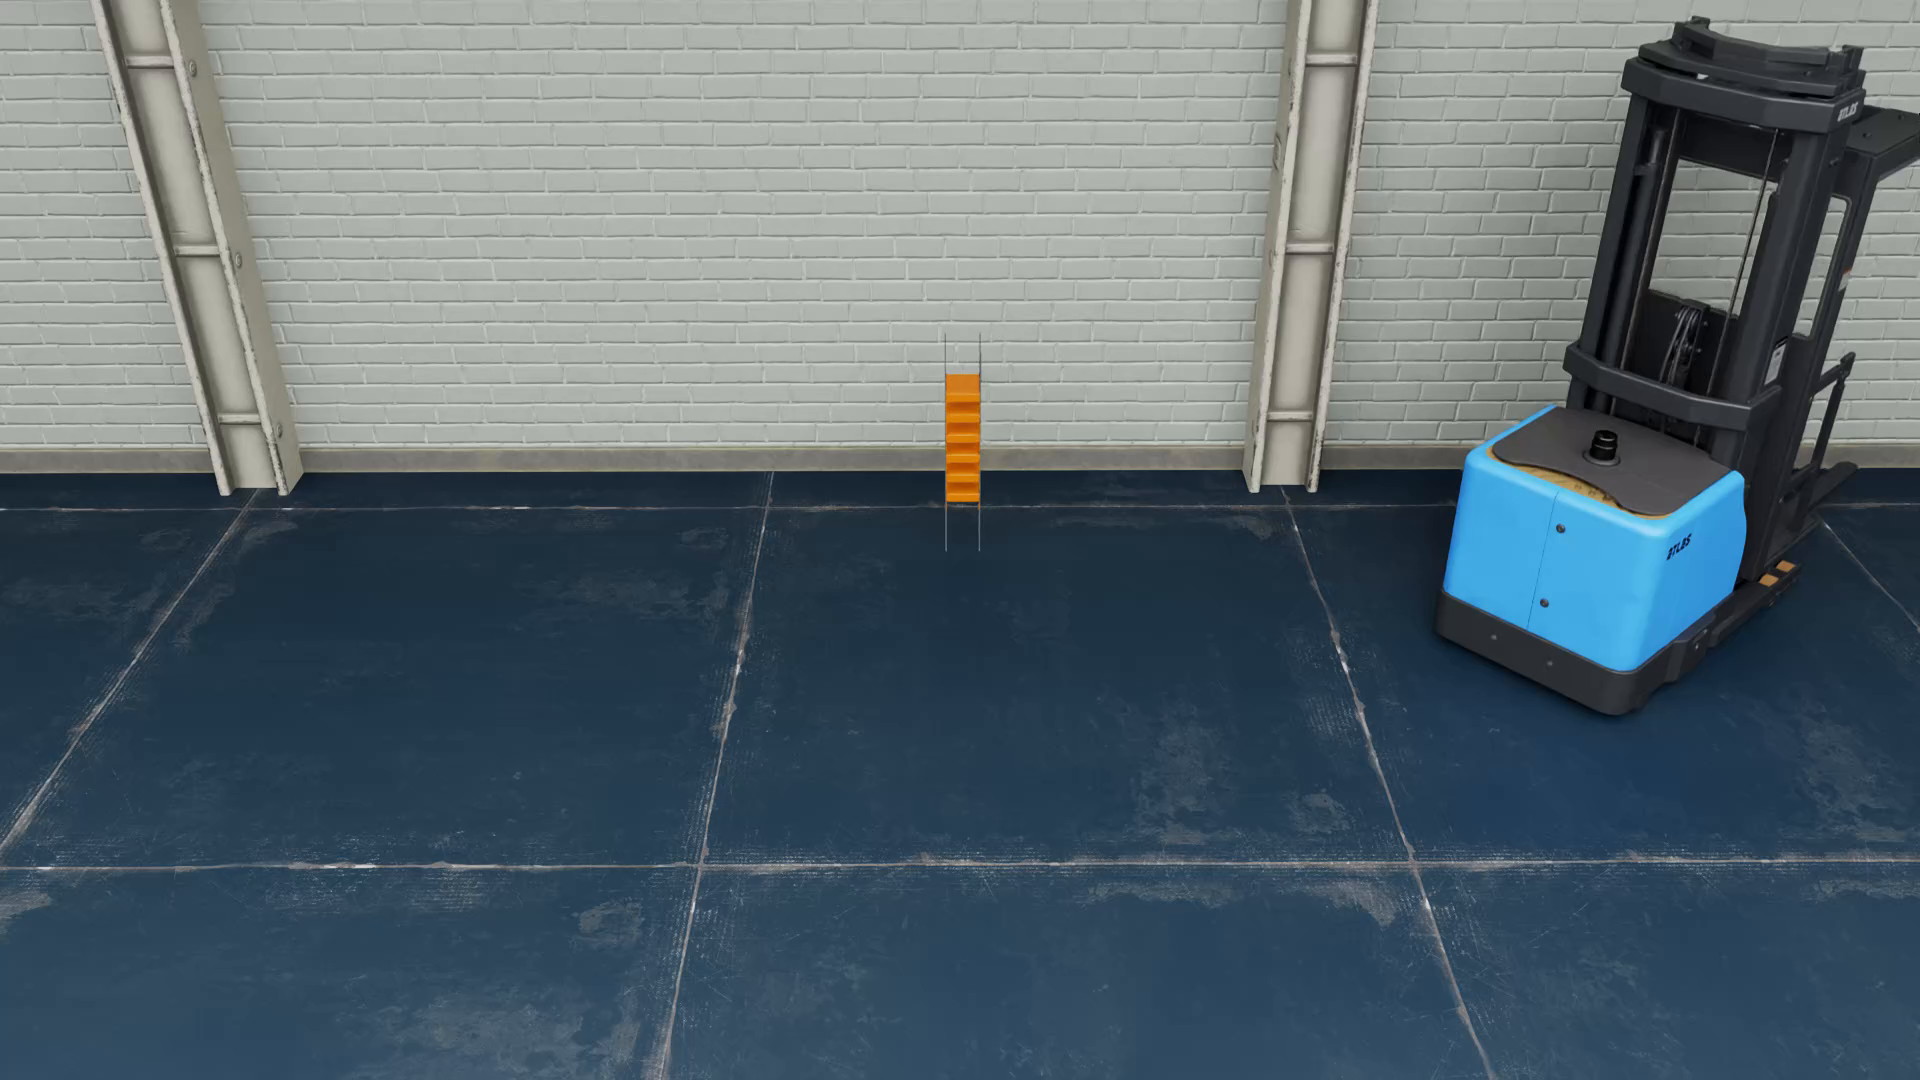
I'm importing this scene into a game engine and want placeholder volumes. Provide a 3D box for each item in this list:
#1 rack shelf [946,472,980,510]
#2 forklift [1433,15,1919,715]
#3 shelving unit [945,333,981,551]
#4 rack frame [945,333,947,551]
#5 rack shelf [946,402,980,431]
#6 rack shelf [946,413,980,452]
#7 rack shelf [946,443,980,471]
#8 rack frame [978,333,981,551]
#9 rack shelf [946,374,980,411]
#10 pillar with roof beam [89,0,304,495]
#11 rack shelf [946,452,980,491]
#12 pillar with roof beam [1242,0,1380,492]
[{"bbox_3d":[0.014,-0.270,9.086,0.180,0.103,0.258,0,31,0],"label":"rack shelf"},{"bbox_3d":[3.807,-1.085,8.213,3.031,2.935,1.130,-26,40,-36],"label":"forklift"},{"bbox_3d":[0.014,-0.513,8.939,0.189,1.200,0.258,0,31,0],"label":"shelving unit"},{"bbox_3d":[-0.077,-0.513,8.938,0.006,1.200,0.240,0,31,0],"label":"rack frame"},{"bbox_3d":[0.014,-0.680,8.837,0.180,0.103,0.258,0,31,0],"label":"rack shelf"},{"bbox_3d":[0.014,-0.578,8.900,0.180,0.103,0.258,0,31,0],"label":"rack shelf"},{"bbox_3d":[0.014,-0.475,8.962,0.180,0.103,0.258,0,31,0],"label":"rack shelf"},{"bbox_3d":[0.106,-0.513,8.939,0.006,1.200,0.240,0,31,0],"label":"rack frame"},{"bbox_3d":[0.014,-0.783,8.775,0.180,0.103,0.258,0,31,0],"label":"rack shelf"},{"bbox_3d":[-4.085,-1.955,3.797,0.400,9.000,9.100,0,31,0],"label":"pillar with roof beam"},{"bbox_3d":[0.014,-0.372,9.024,0.180,0.103,0.258,0,31,0],"label":"rack shelf"},{"bbox_3d":[1.915,-1.974,3.828,0.400,9.000,9.100,0,31,0],"label":"pillar with roof beam"}]
